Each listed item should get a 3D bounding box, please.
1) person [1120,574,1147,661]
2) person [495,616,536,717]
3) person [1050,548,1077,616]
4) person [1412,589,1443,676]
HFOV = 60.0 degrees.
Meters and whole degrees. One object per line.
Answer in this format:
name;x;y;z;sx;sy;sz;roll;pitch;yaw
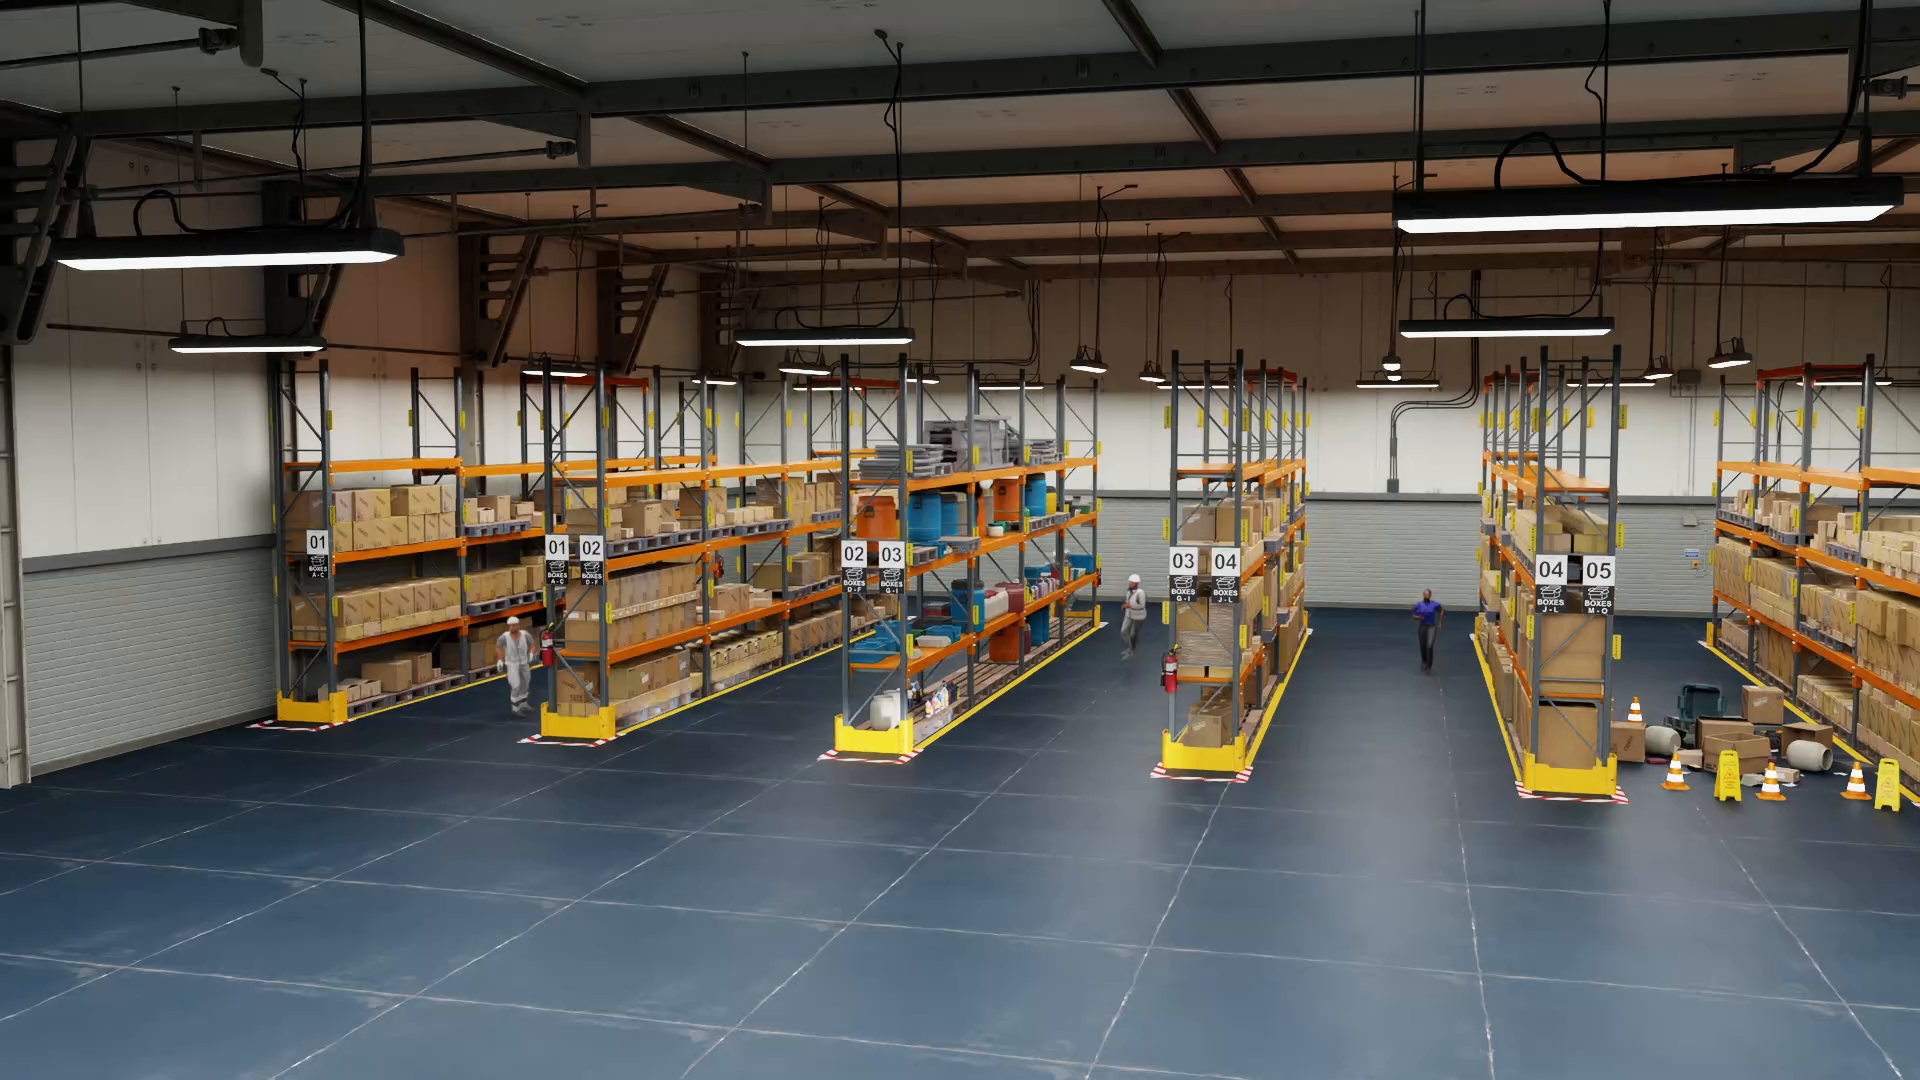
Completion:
person;3.449;1.533;33.241;0.787;1.732;0.717;4;6;42
person;-7.487;2.142;28.230;0.656;1.735;0.819;-3;5;-36
person;2.638;1.115;41.755;0.823;1.814;0.662;3;5;35
person;9.229;1.814;32.849;0.555;1.715;0.848;2;4;23
